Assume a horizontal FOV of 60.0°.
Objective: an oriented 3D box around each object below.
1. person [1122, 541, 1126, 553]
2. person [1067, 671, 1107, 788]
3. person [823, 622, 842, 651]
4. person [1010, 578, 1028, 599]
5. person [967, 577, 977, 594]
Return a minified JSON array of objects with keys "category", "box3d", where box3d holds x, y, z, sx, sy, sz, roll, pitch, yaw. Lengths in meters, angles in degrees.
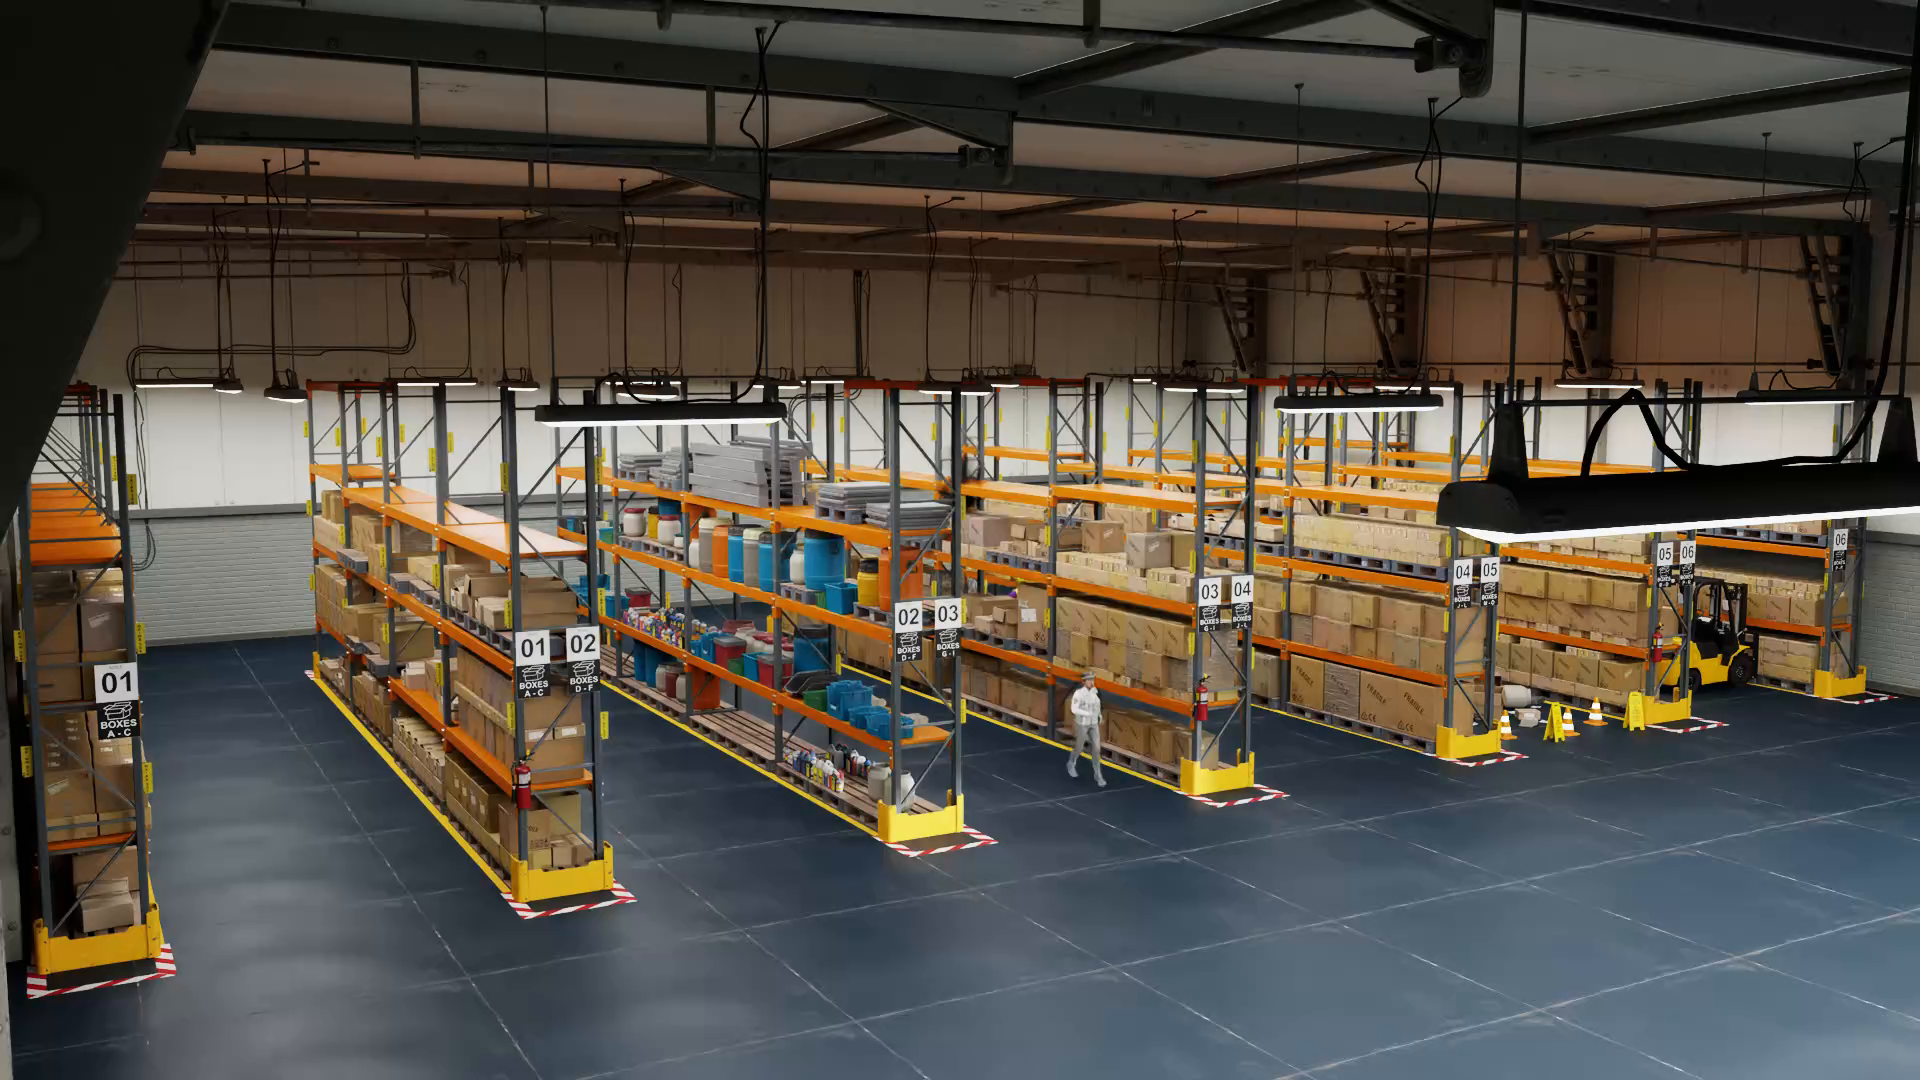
[{"category":"person","box3d":[4.449,0.777,44.547,0.869,1.646,0.623,0,6,4]},{"category":"person","box3d":[1.912,2.809,25.117,0.622,1.730,0.838,-3,7,-29]},{"category":"person","box3d":[-2.448,2.288,30.693,0.498,1.611,0.786,-6,8,-44]},{"category":"person","box3d":[1.347,1.681,35.641,0.724,1.847,0.757,-3,7,-26]},{"category":"person","box3d":[0.494,0.978,42.148,0.780,1.753,0.733,-3,7,-30]}]
